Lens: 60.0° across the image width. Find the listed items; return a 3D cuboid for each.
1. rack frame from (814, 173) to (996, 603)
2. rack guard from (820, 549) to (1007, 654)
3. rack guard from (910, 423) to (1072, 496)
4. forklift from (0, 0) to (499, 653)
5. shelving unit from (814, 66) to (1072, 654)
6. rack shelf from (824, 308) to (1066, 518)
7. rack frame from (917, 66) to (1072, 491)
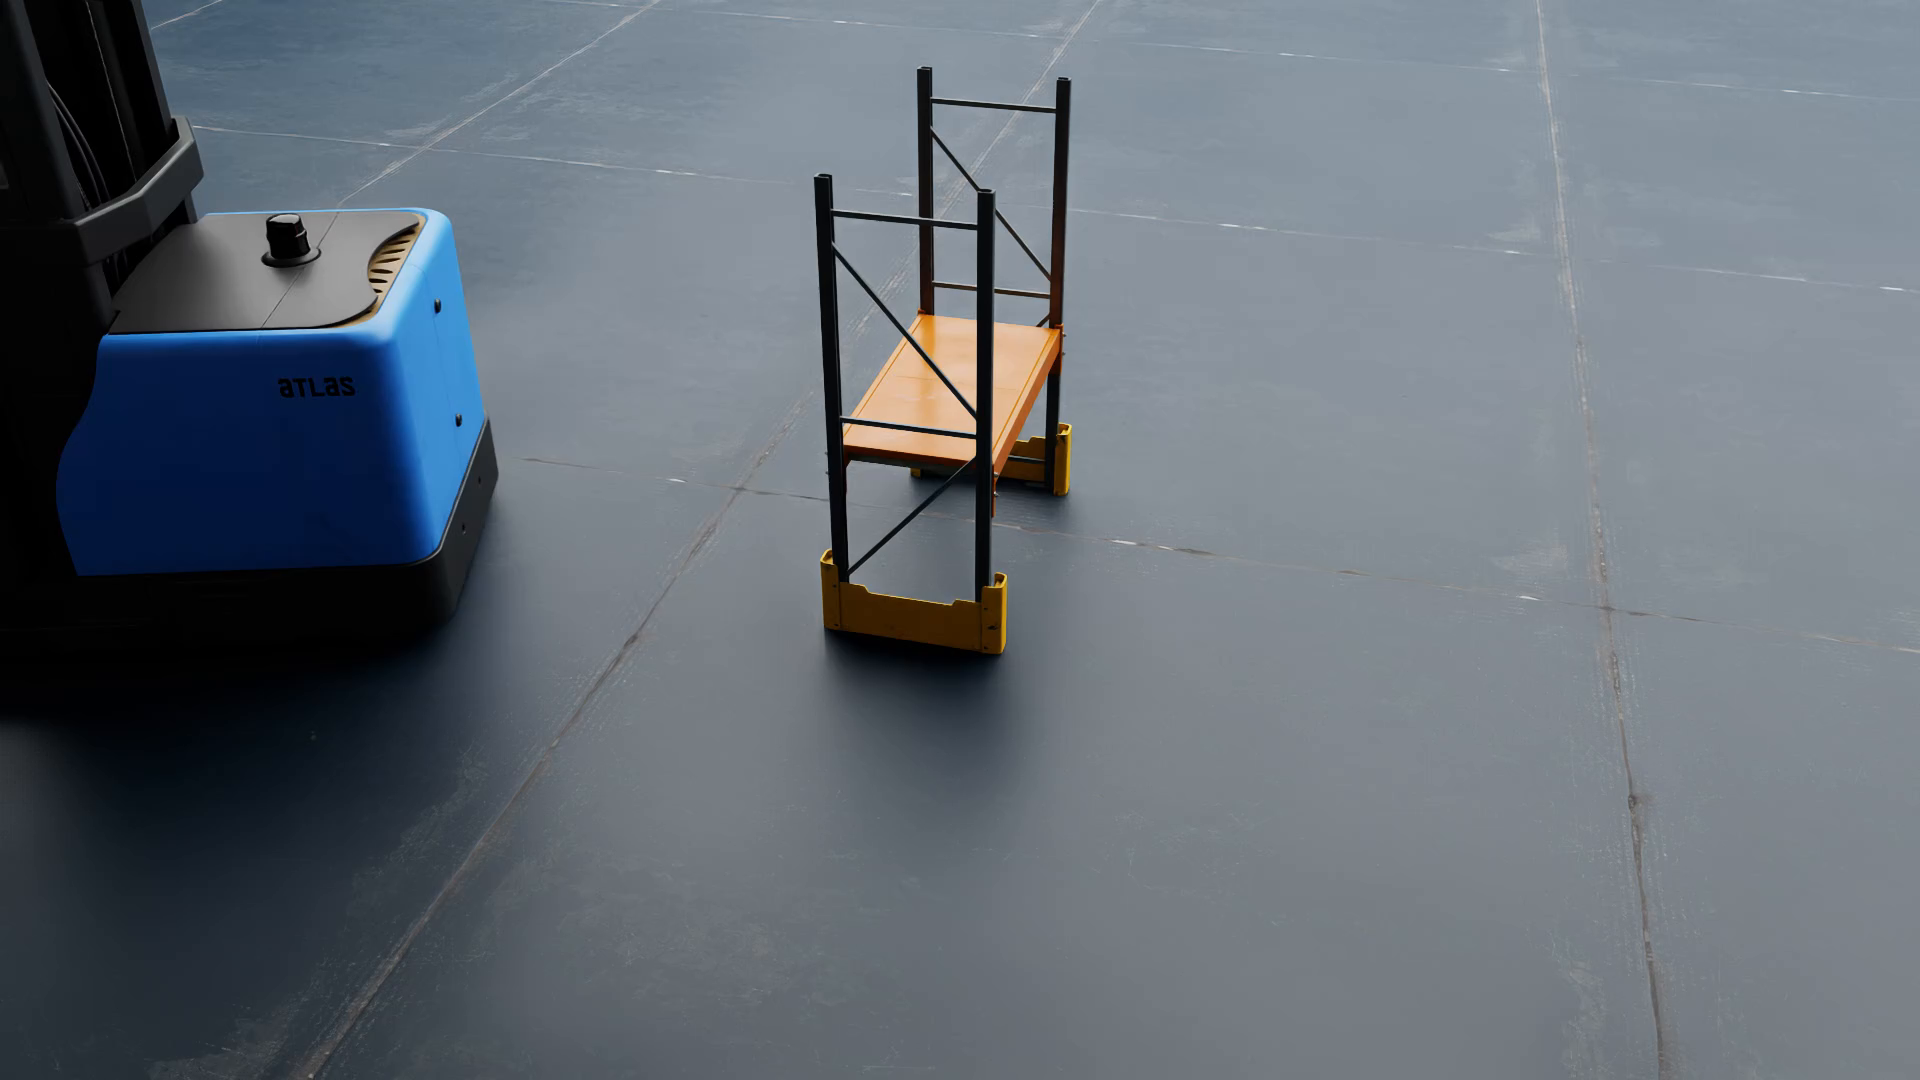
[{"bbox_3d":[-0.151,-0.325,4.863,0.500,1.500,0.032,8,33,12],"label":"rack frame"},{"bbox_3d":[-0.146,0.192,5.214,0.587,0.250,0.087,8,33,12],"label":"rack guard"},{"bbox_3d":[0.107,-0.324,6.027,0.587,0.250,0.087,8,33,12],"label":"rack guard"},{"bbox_3d":[-3.140,-1.122,4.783,3.031,2.935,1.130,-2,33,-3],"label":"forklift"},{"bbox_3d":[-0.019,-0.593,5.285,0.587,1.500,1.083,8,33,12],"label":"shelving unit"},{"bbox_3d":[-0.022,-0.437,5.374,0.538,0.185,1.000,8,33,12],"label":"rack shelf"},{"bbox_3d":[0.107,-0.852,5.693,0.500,1.500,0.032,8,33,12],"label":"rack frame"}]
